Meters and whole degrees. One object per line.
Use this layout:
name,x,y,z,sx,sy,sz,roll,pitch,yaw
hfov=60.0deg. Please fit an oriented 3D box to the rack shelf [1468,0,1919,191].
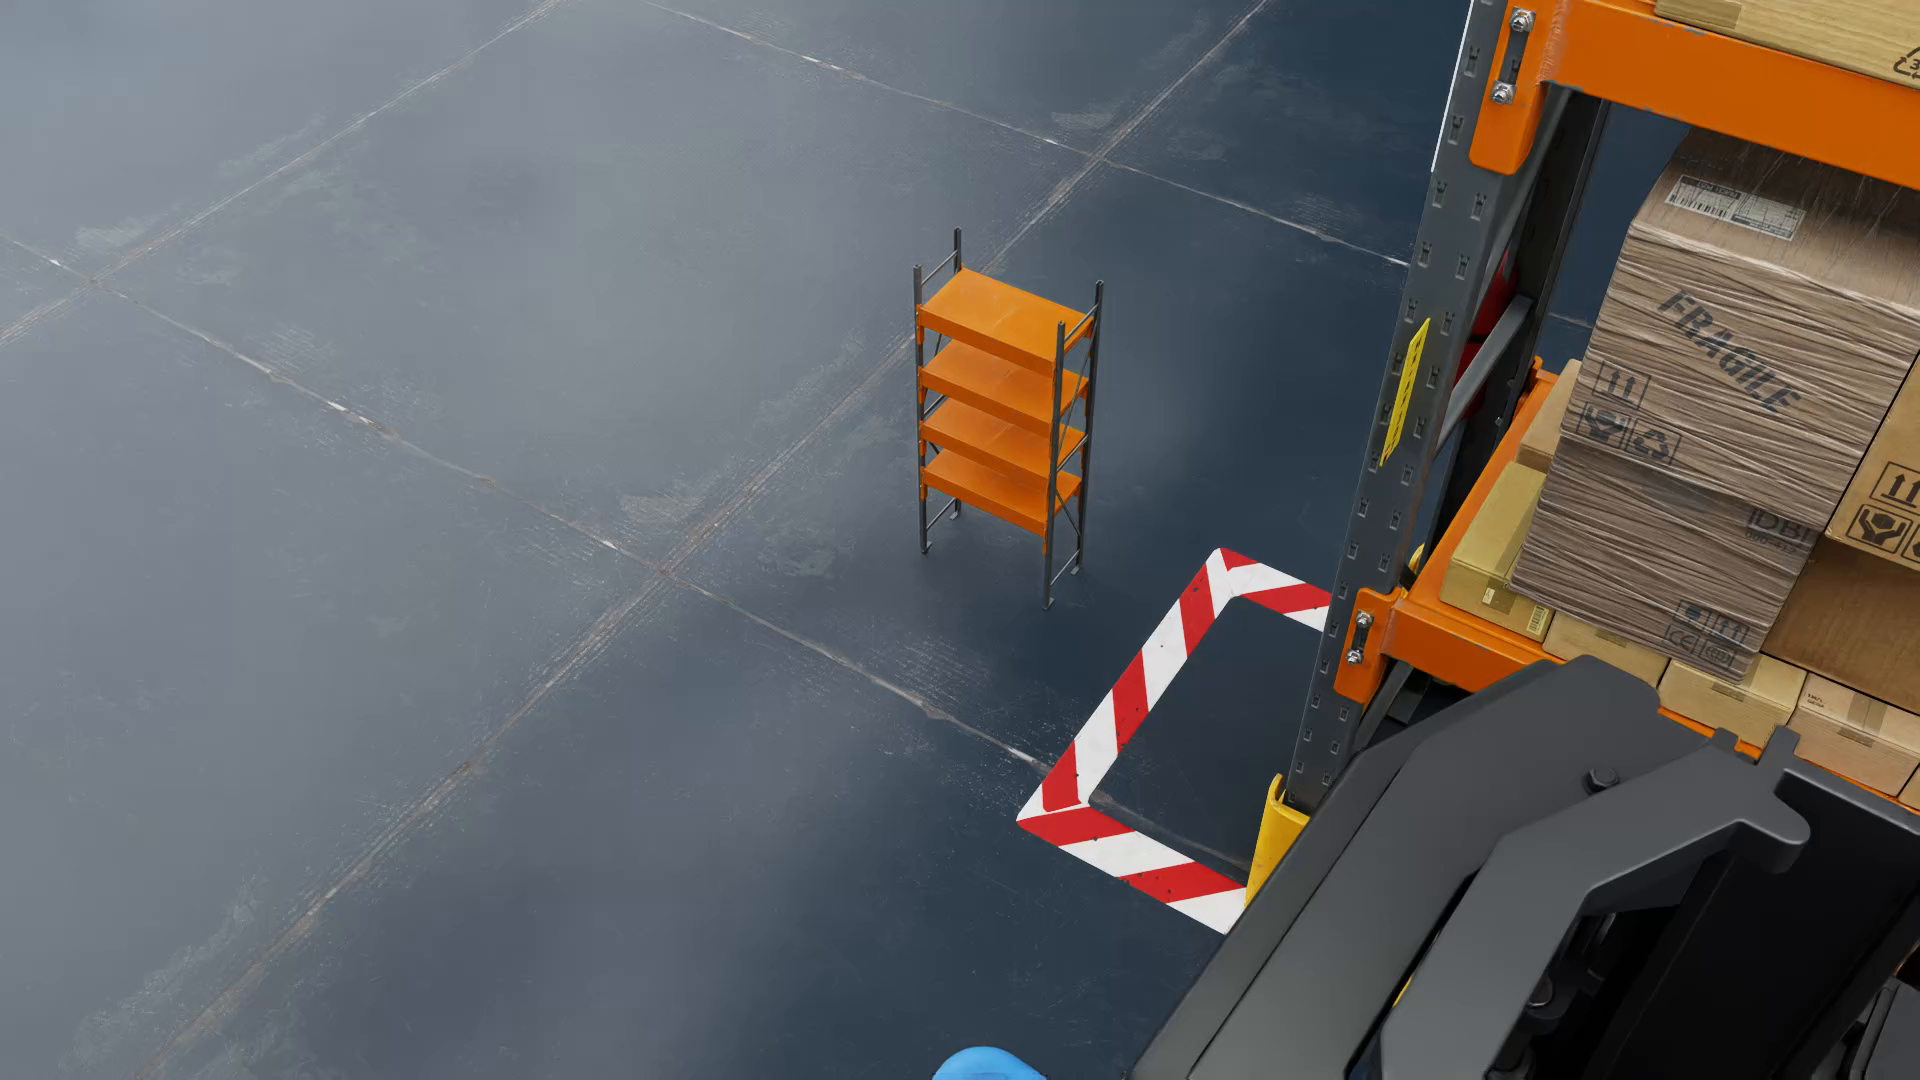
rack shelf,2.870,-0.341,2.399,4.000,0.370,1.077,25,51,22

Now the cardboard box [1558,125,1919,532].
cardboard box,1.502,-0.430,3.102,0.500,0.500,0.500,25,51,22

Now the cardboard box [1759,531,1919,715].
cardboard box,2.120,-0.108,3.486,0.500,0.500,0.875,25,51,22

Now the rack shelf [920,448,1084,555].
rack shelf,0.139,-0.169,5.448,0.480,0.148,0.258,25,51,22

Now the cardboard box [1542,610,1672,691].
cardboard box,1.498,0.130,3.707,0.250,0.149,0.380,25,51,22

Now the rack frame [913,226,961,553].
rack frame,-0.066,-0.449,5.349,0.015,1.200,0.240,25,51,22

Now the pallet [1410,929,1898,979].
pallet,1.915,1.017,4.615,1.213,0.211,1.003,25,51,22

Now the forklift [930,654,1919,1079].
forklift,0.921,1.621,2.131,3.031,2.935,1.130,28,52,25

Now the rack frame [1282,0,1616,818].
rack frame,1.186,-0.320,3.970,0.127,3.000,1.000,25,51,22

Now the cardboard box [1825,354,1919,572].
cardboard box,1.919,-0.232,2.909,0.500,0.500,0.500,25,51,22

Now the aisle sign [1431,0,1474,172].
aisle sign,0.972,-1.069,2.885,0.004,0.787,0.394,25,51,22

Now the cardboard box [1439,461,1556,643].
cardboard box,1.298,0.022,3.813,0.250,0.149,0.380,25,51,22

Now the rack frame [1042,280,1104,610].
rack frame,0.345,-0.260,5.166,0.015,1.200,0.240,25,51,22

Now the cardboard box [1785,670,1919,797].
cardboard box,1.922,0.320,3.523,0.250,0.149,0.380,25,51,22

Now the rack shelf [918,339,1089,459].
rack shelf,0.139,-0.463,5.145,0.480,0.148,0.258,25,51,22

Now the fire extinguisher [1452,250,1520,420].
fire extinguisher,1.339,-0.616,4.311,0.183,0.674,0.296,25,51,22

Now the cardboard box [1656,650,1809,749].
cardboard box,1.700,0.236,3.604,0.250,0.149,0.380,25,51,22

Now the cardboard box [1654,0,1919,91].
cardboard box,1.452,-0.971,2.615,0.500,0.250,0.500,26,51,23

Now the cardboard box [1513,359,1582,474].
cardboard box,1.538,-0.247,4.074,0.250,0.149,0.380,25,51,22

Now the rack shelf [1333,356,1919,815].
rack shelf,2.870,0.705,3.475,4.000,0.370,1.077,25,51,22

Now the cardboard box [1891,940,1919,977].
cardboard box,2.225,0.867,4.266,0.500,0.500,0.500,-33,54,-28

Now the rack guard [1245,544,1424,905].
rack guard,1.250,0.580,4.838,0.348,0.500,1.175,25,51,22

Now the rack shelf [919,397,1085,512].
rack shelf,0.139,-0.307,5.306,0.480,0.148,0.258,25,51,22

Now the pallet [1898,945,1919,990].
pallet,2.938,1.490,4.155,1.213,0.211,1.003,25,51,22

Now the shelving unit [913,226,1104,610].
shelving unit,0.139,-0.354,5.257,0.503,1.200,0.258,25,51,22

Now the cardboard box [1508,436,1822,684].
cardboard box,1.635,-0.229,3.604,0.500,0.500,0.875,25,51,22

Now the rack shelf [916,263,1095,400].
rack shelf,0.139,-0.628,4.976,0.480,0.148,0.258,25,51,22

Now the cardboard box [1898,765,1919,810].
cardboard box,2.128,0.421,3.424,0.250,0.149,0.380,25,51,22

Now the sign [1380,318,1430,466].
sign,0.894,-0.294,3.341,0.005,0.325,0.100,25,51,22
